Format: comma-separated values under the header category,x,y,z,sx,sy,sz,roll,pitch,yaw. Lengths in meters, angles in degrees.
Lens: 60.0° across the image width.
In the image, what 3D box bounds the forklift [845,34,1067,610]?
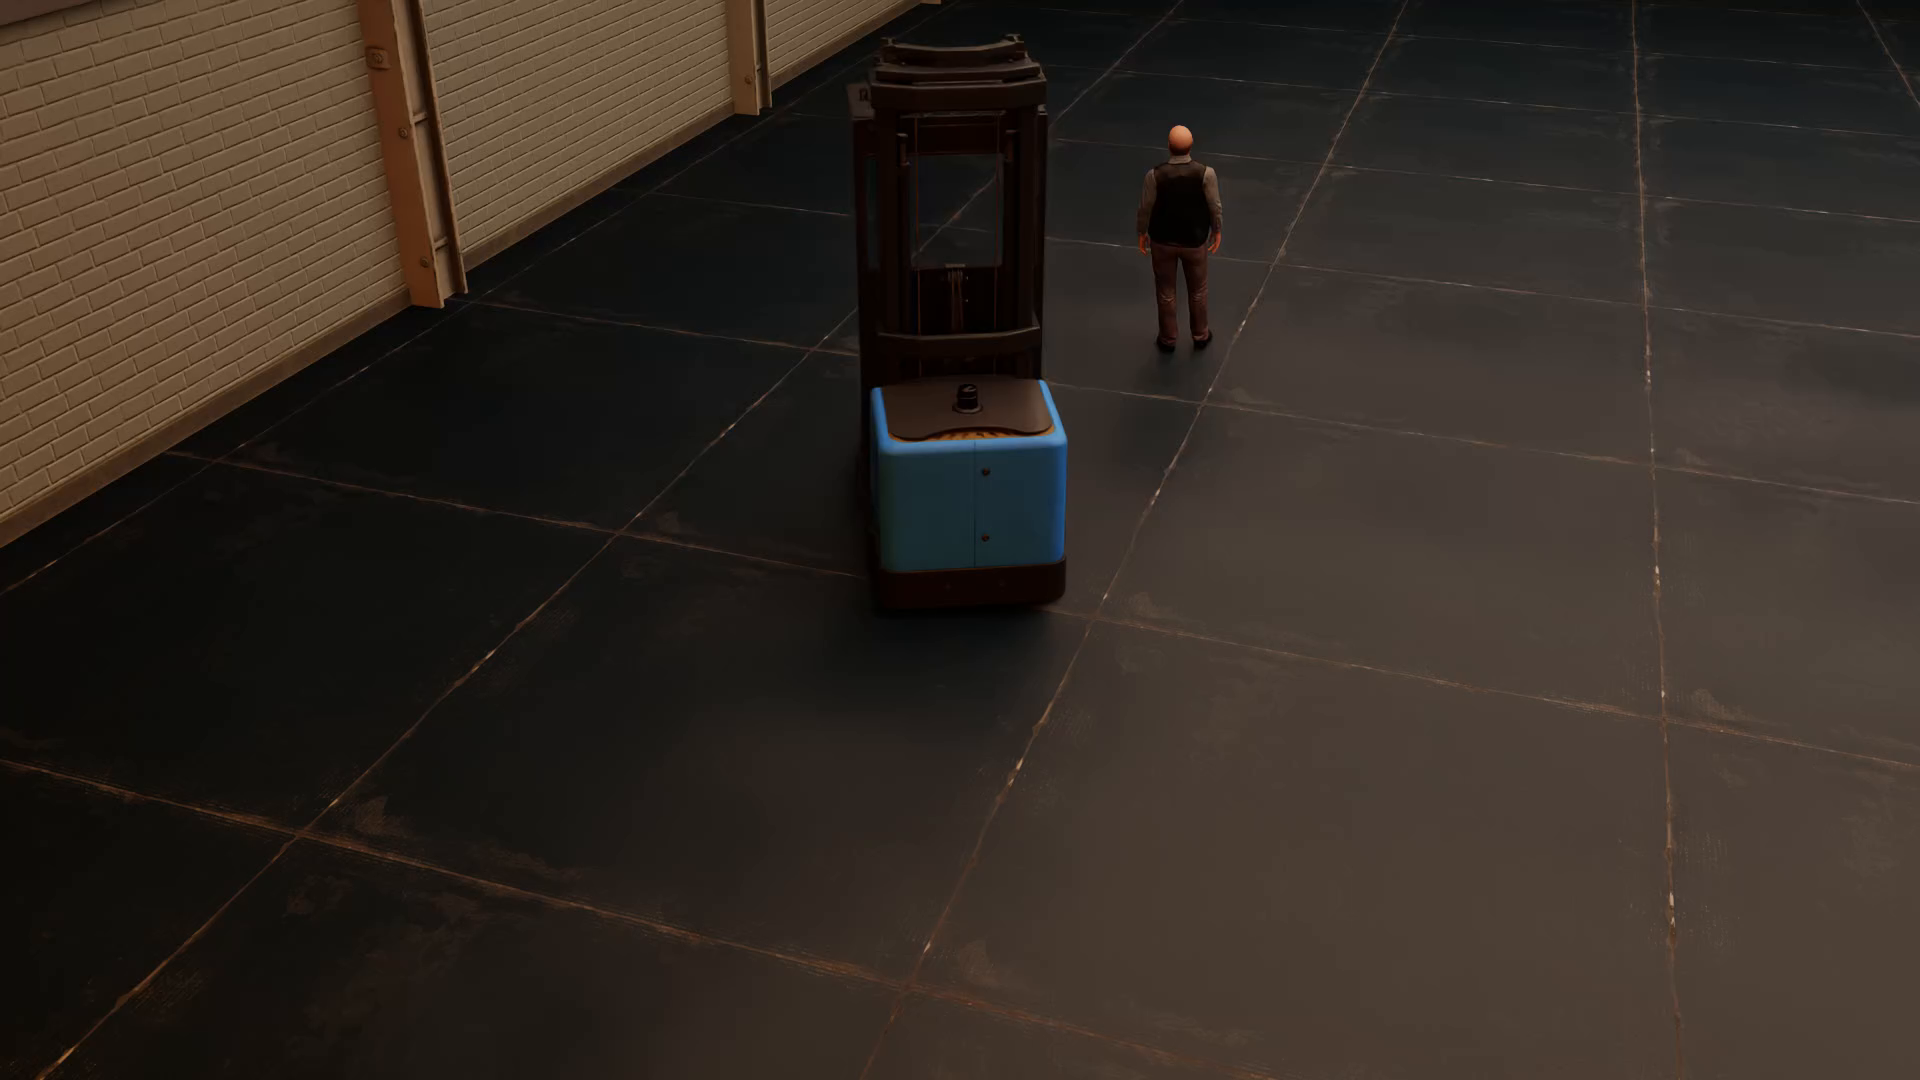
category,x,y,z,sx,sy,sz,roll,pitch,yaw
forklift,-0.085,-1.590,9.926,1.130,2.935,3.031,-3,30,-6

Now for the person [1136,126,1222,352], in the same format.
category,x,y,z,sx,sy,sz,roll,pitch,yaw
person,1.613,-2.226,12.249,0.631,1.720,0.568,3,30,6
